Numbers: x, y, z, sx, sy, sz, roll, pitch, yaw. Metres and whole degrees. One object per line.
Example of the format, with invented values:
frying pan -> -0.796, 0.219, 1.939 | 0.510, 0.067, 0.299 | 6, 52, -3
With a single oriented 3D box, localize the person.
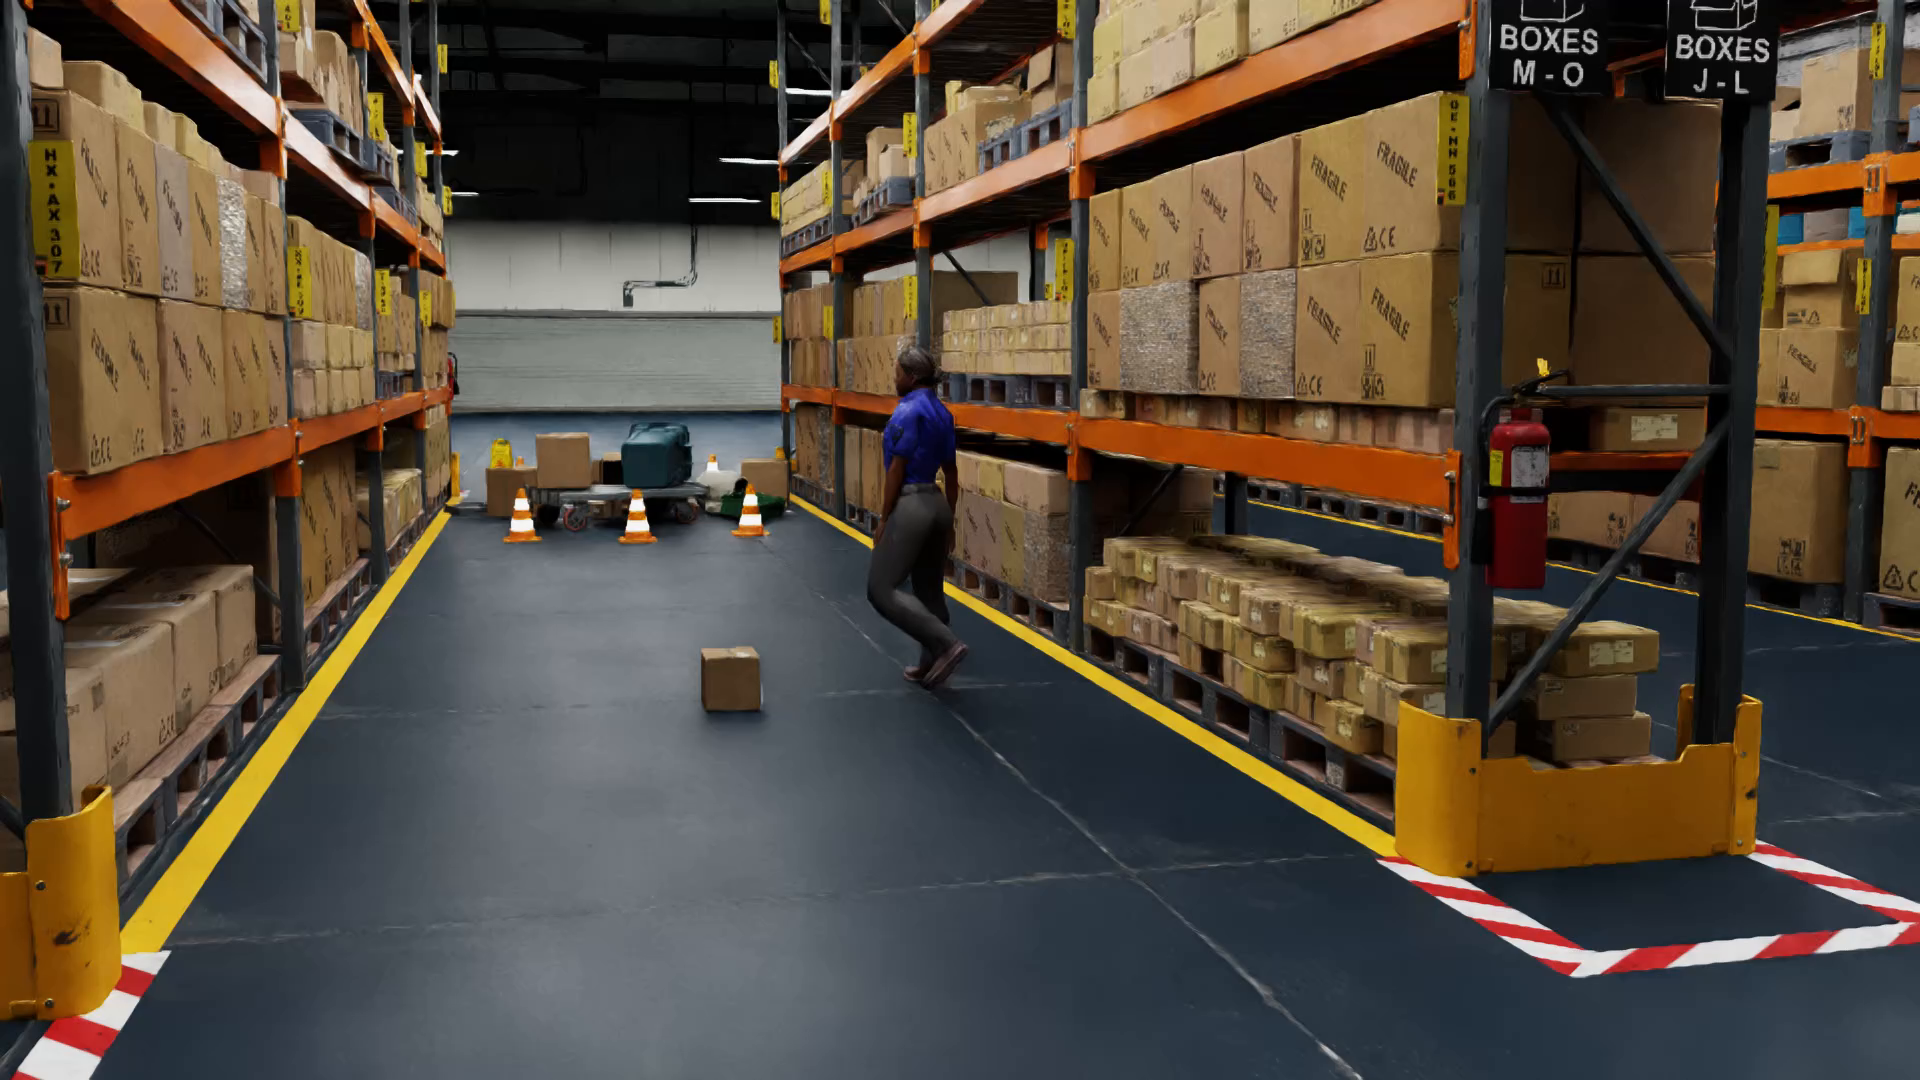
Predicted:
person -> -0.147, -0.095, 7.919 | 0.567, 1.652, 0.609 | 3, 7, 27
